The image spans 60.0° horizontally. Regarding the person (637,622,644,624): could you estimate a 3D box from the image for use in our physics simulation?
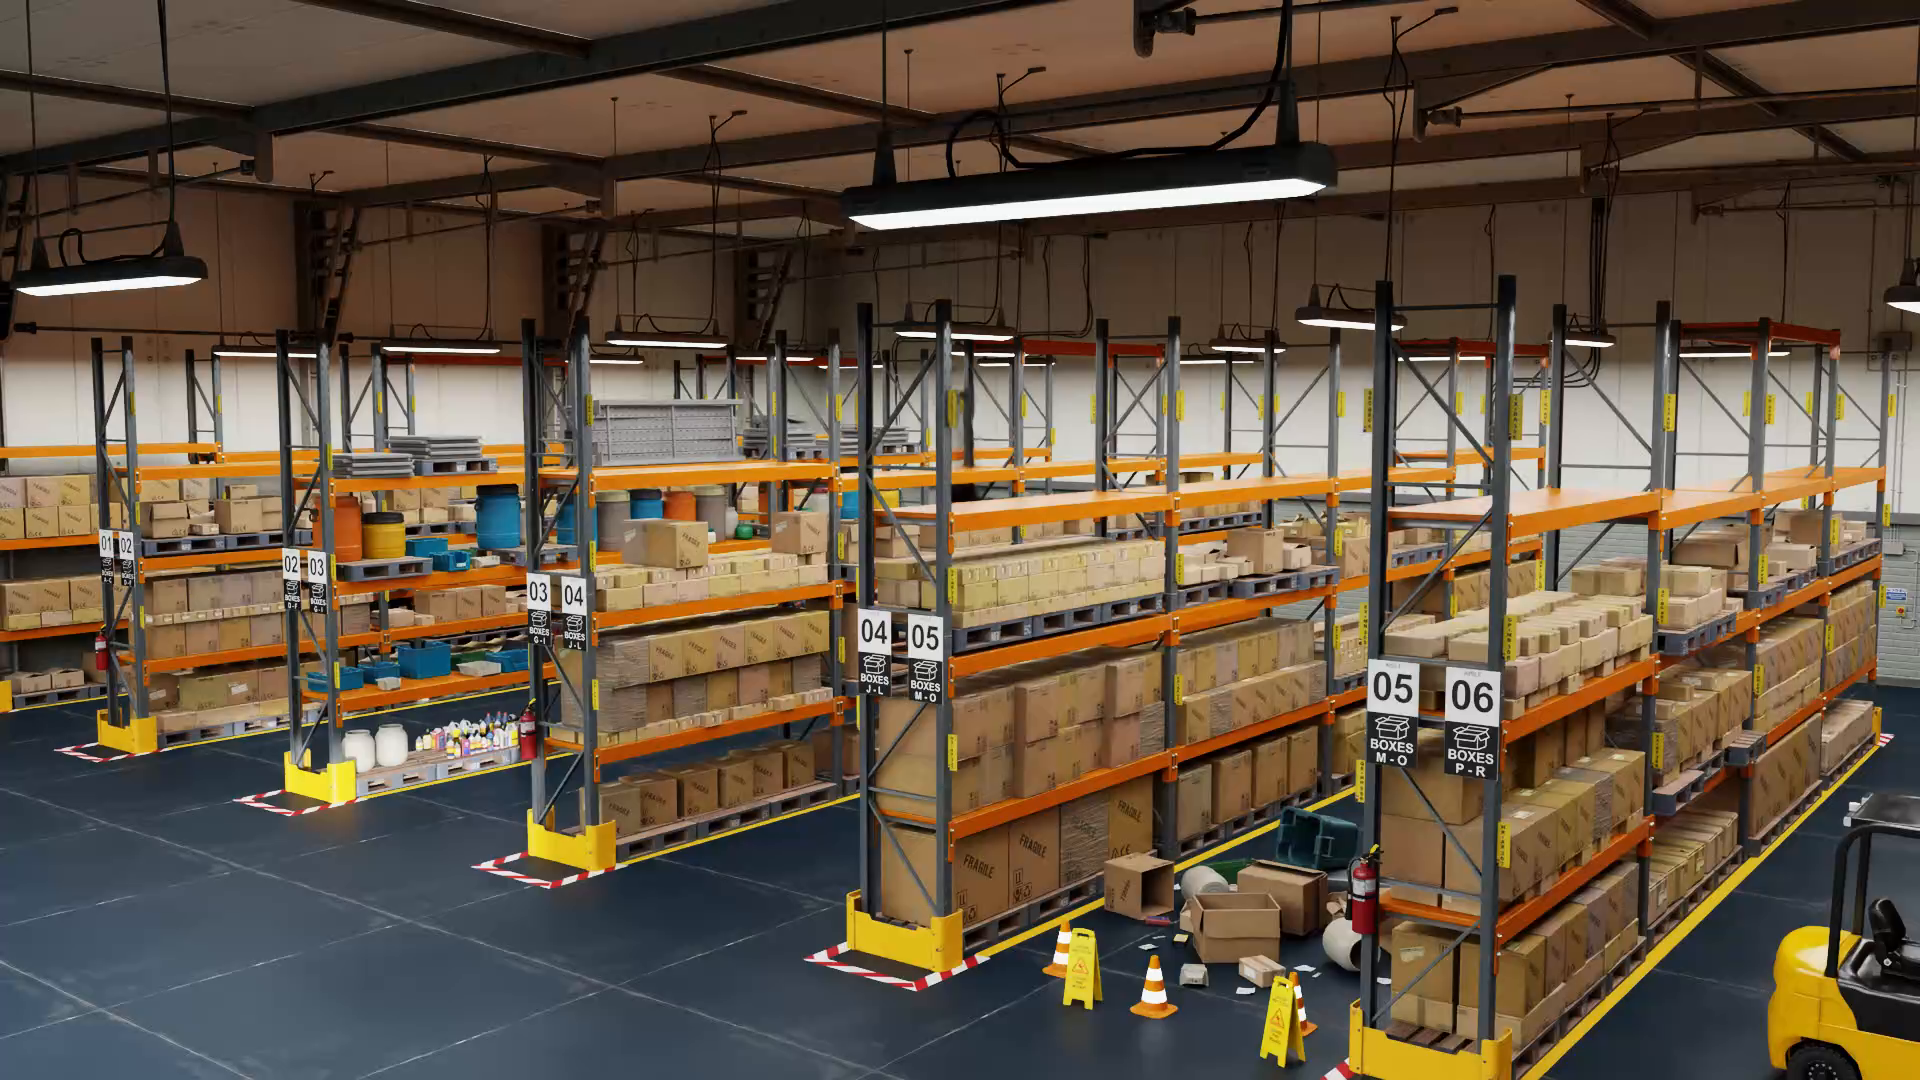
[{"bbox_3d":[-5.250,1.889,28.600,0.538,1.617,0.774,4,6,38],"label":"person"}]
